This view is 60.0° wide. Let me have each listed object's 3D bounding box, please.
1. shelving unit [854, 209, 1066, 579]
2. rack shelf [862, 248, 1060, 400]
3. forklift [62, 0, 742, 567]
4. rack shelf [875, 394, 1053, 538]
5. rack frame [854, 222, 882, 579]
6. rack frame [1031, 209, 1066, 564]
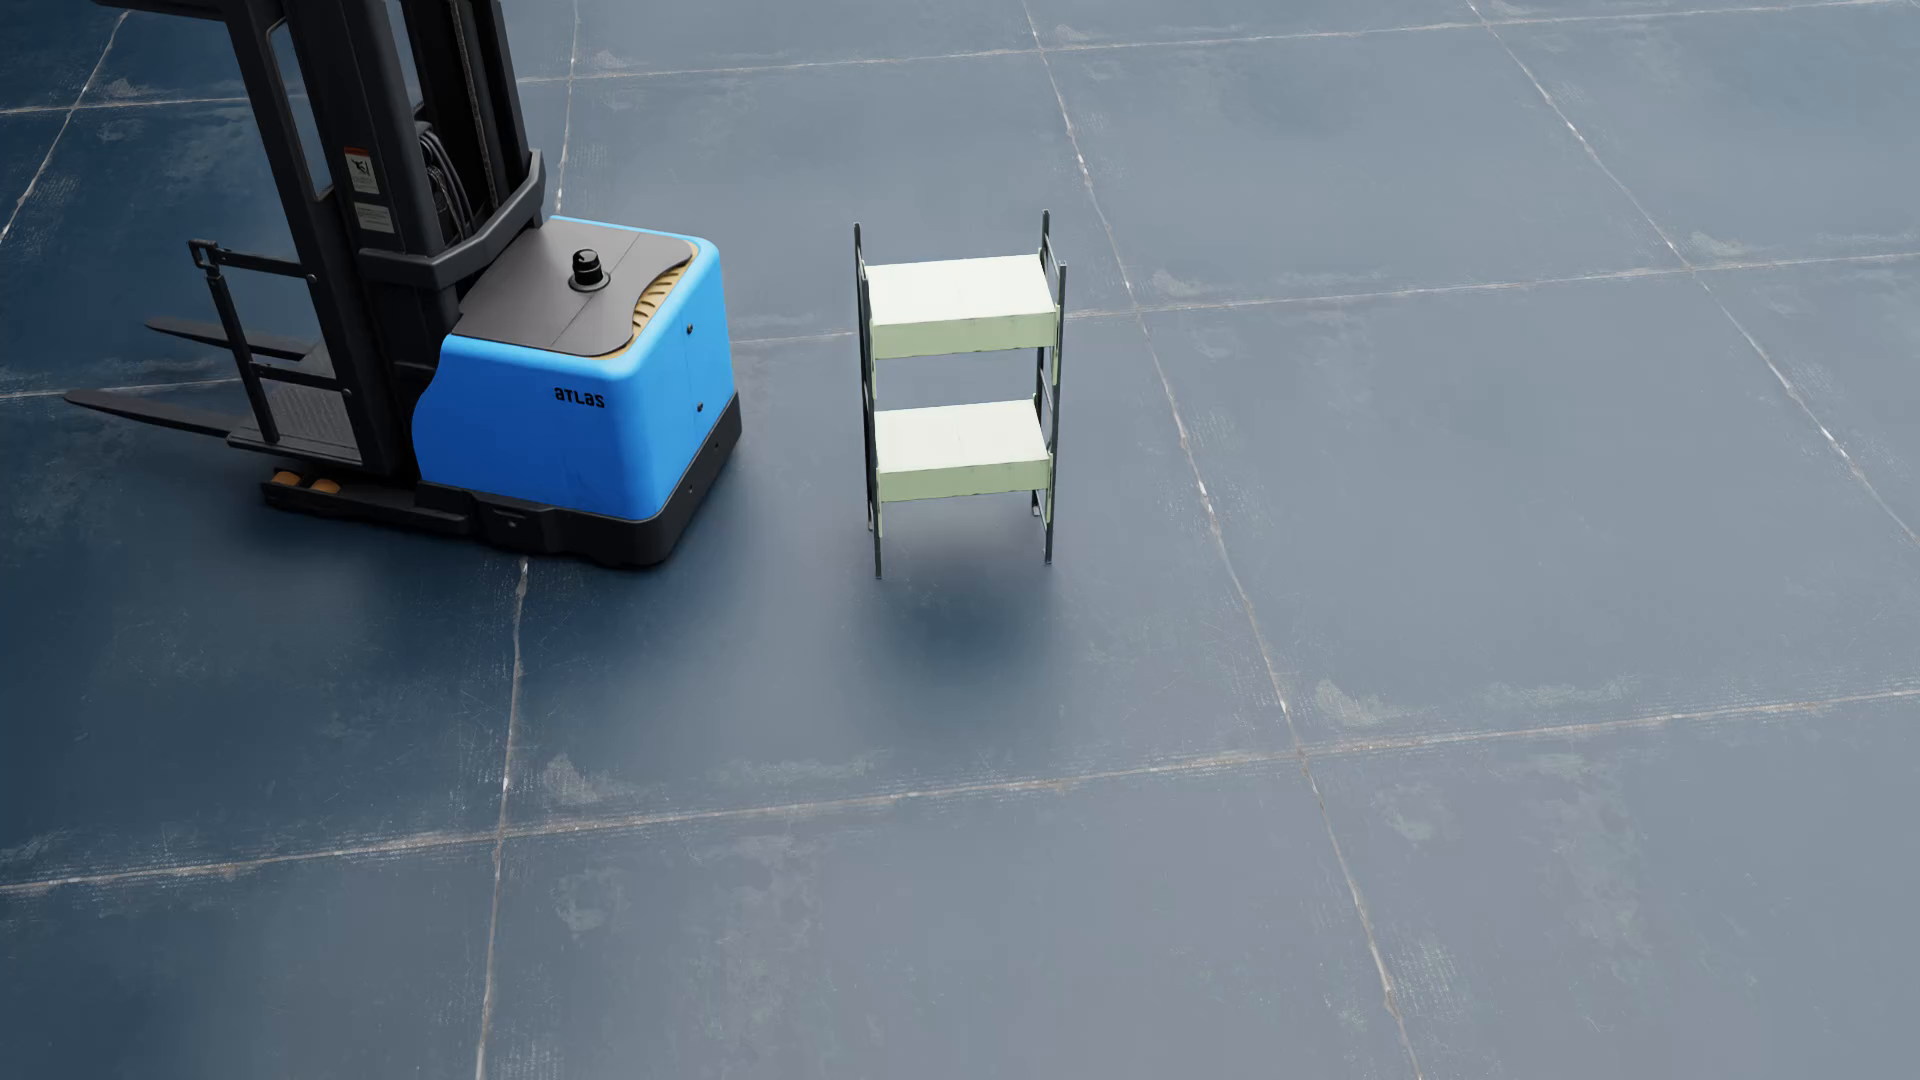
[{"bbox_3d":[-0.007,-0.556,6.747,0.755,1.500,0.431,-5,42,-6],"label":"shelving unit"},{"bbox_3d":[-0.007,-0.846,6.486,0.720,0.370,0.431,-5,42,-6],"label":"rack shelf"},{"bbox_3d":[-2.584,-1.522,6.750,3.031,2.935,1.130,11,43,11],"label":"forklift"},{"bbox_3d":[-0.007,-0.314,6.965,0.720,0.370,0.431,-5,42,-6],"label":"rack shelf"},{"bbox_3d":[-0.370,-0.525,6.712,0.023,1.500,0.400,-5,42,-6],"label":"rack frame"},{"bbox_3d":[0.356,-0.588,6.782,0.023,1.500,0.400,-5,42,-6],"label":"rack frame"}]
